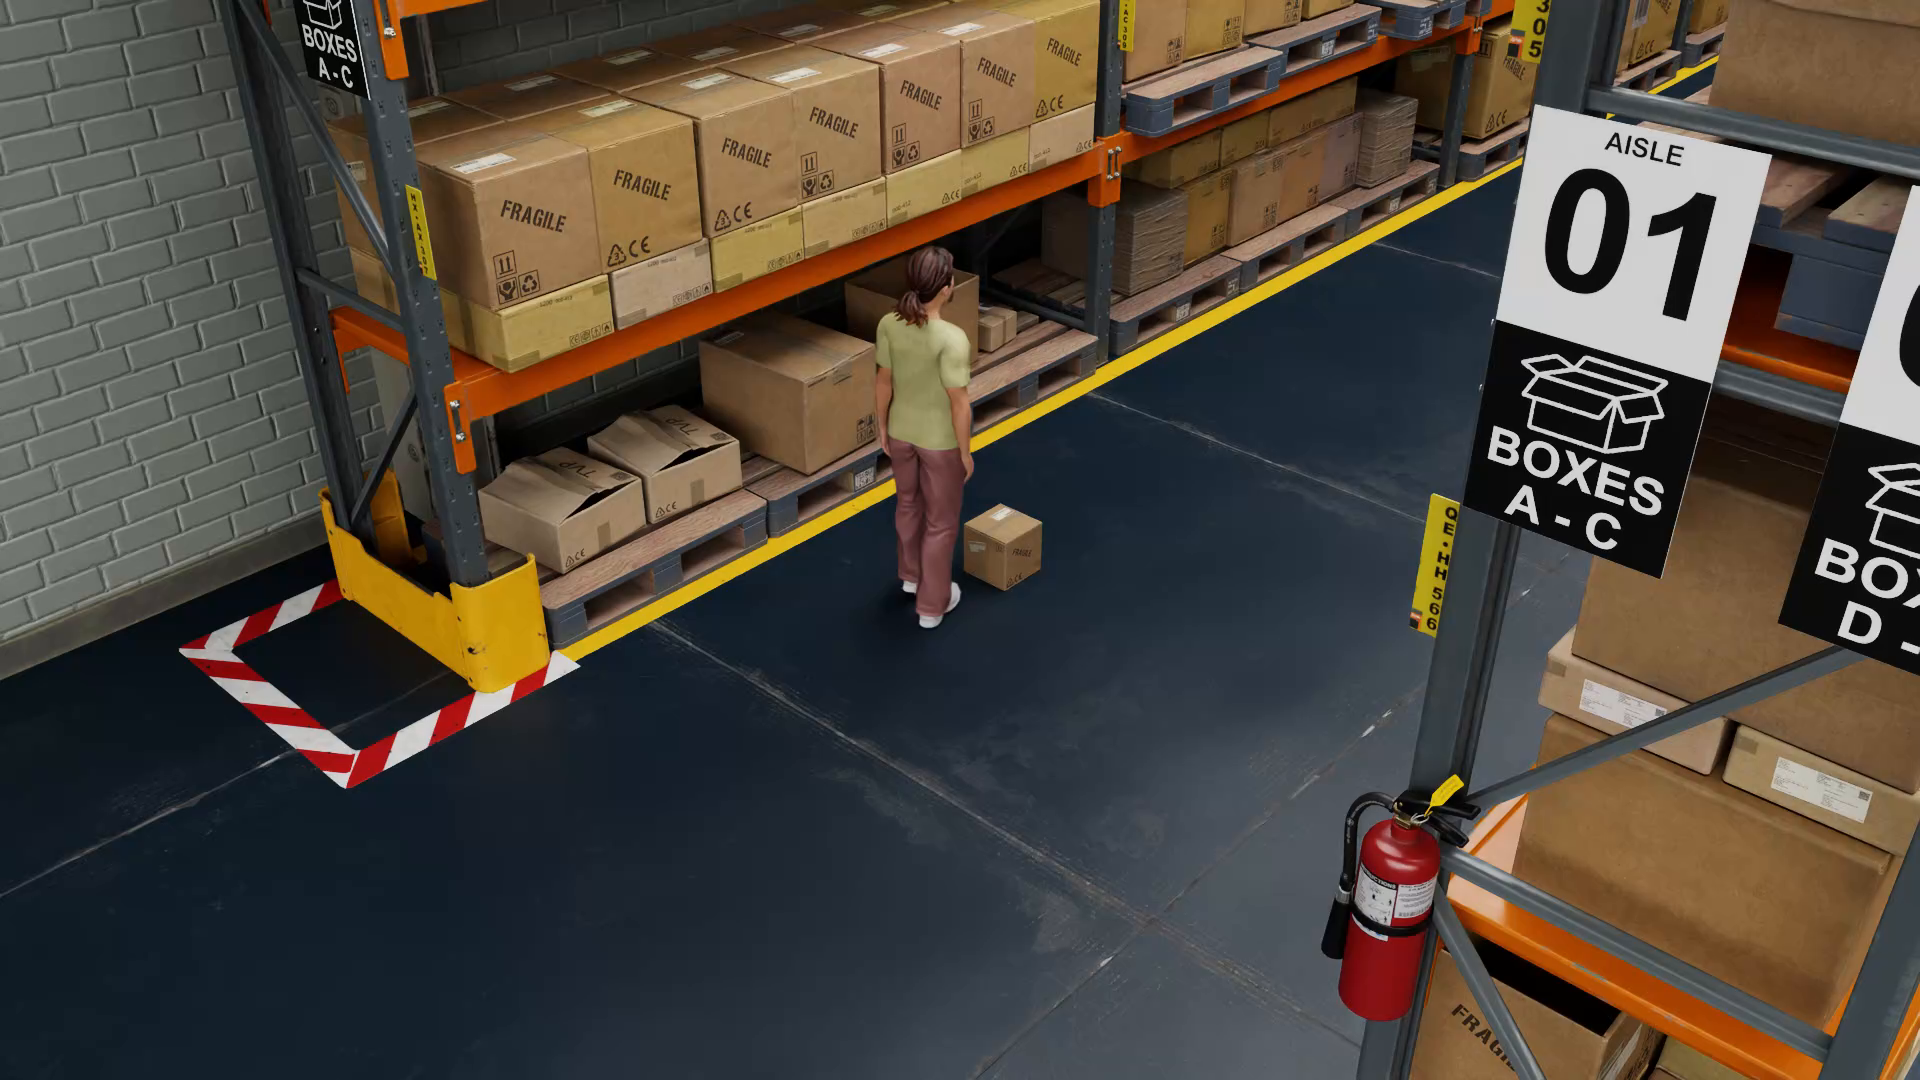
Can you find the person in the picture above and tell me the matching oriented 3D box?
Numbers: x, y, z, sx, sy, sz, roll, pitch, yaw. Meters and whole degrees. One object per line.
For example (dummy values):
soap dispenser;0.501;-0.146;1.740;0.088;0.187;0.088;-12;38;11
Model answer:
person;-0.084;-0.440;6.846;0.470;1.685;0.498;19;36;28
